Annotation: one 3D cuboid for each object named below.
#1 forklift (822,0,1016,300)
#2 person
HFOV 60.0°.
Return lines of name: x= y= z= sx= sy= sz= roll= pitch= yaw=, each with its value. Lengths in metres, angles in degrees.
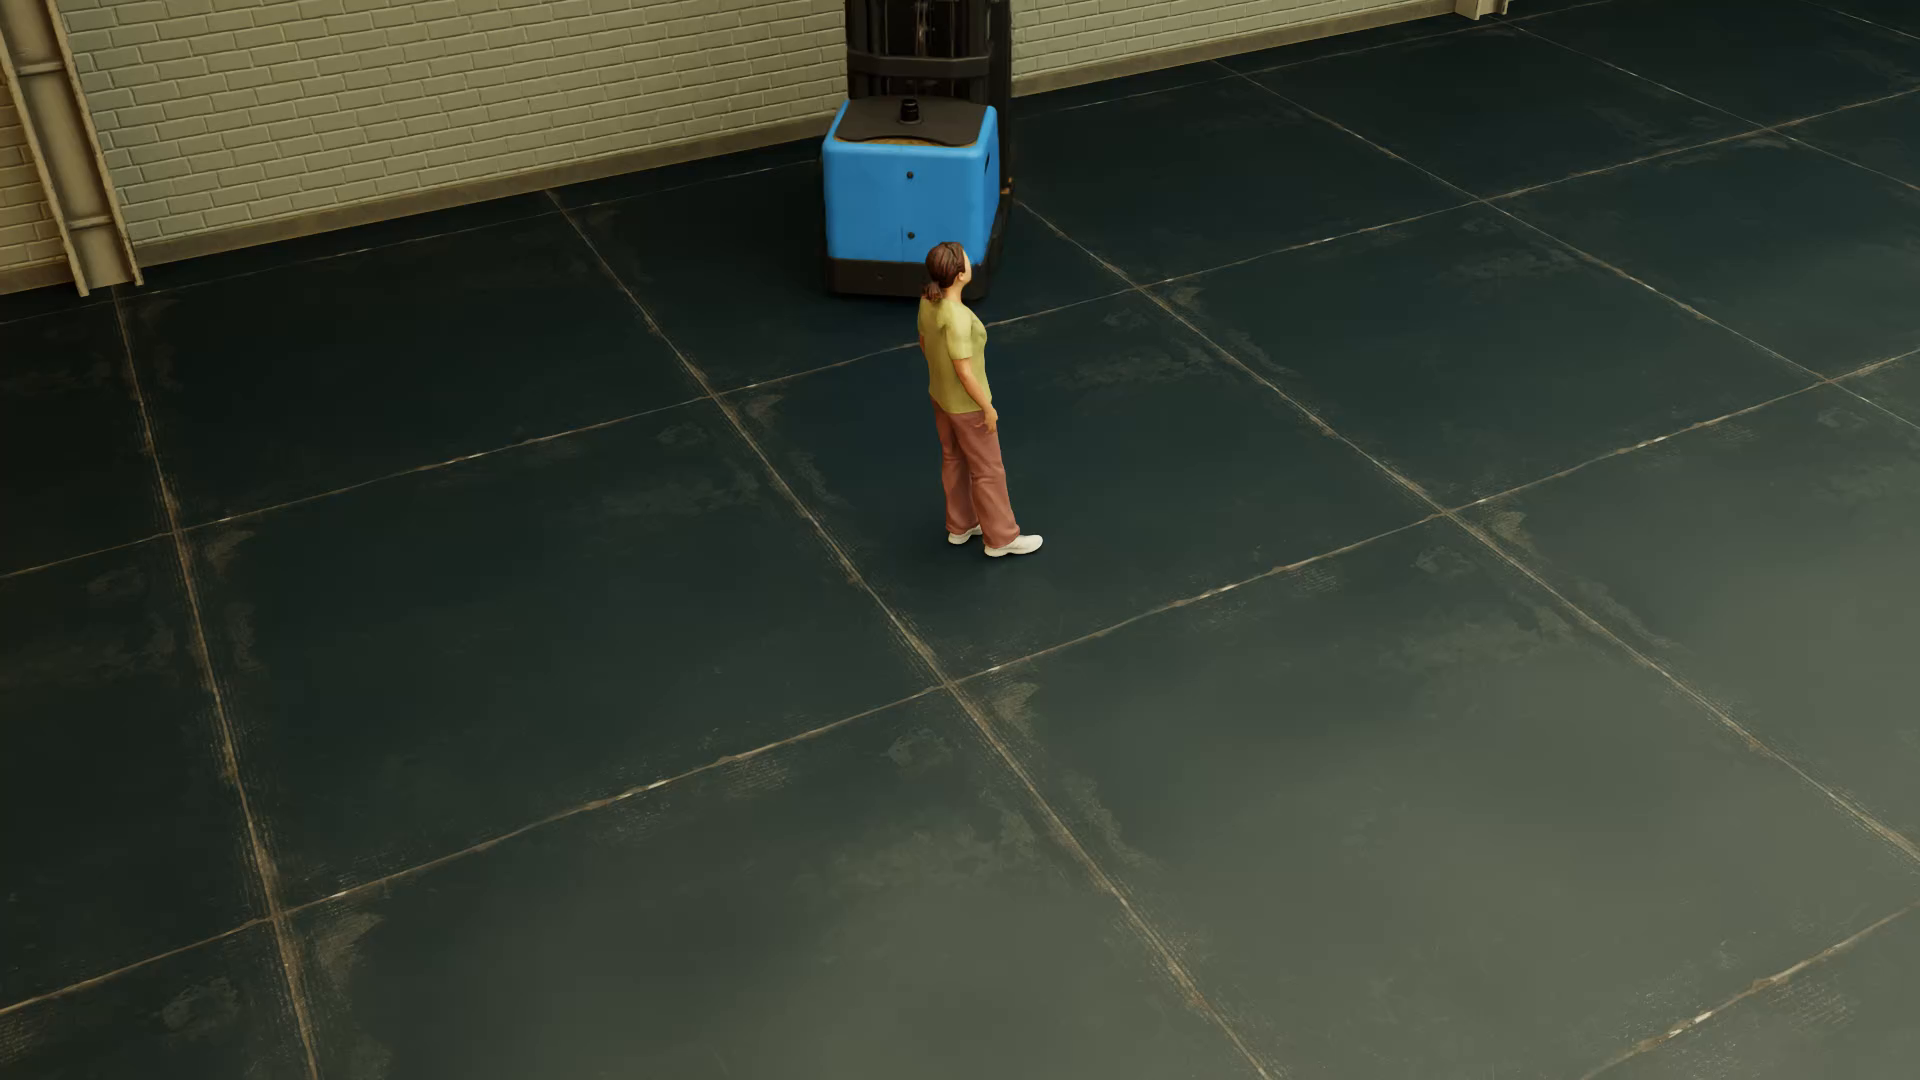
forklift: x=-0.184 y=-3.582 z=11.190 sx=1.130 sy=2.935 sz=3.031 roll=4 pitch=35 yaw=6
person: x=0.071 y=-0.700 z=8.197 sx=0.548 sy=1.663 sz=0.553 roll=-17 pitch=39 yaw=-23
